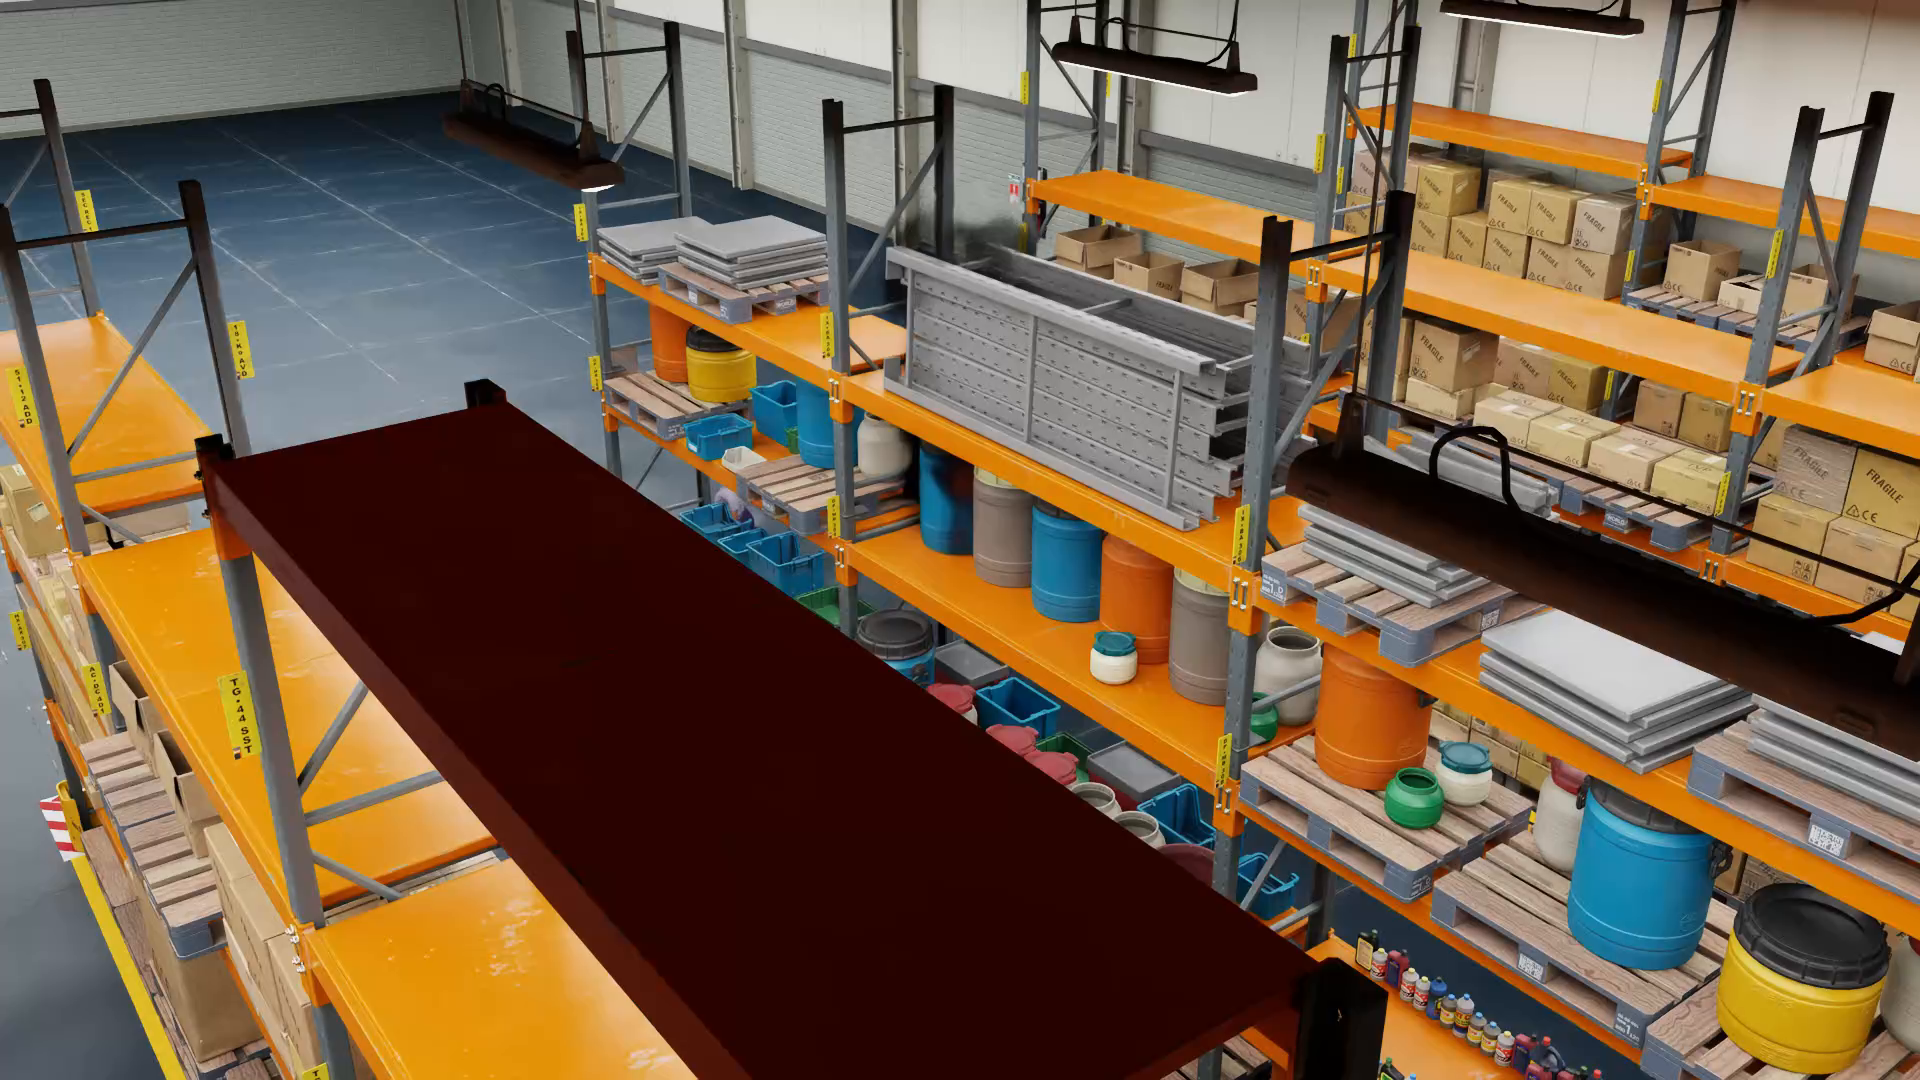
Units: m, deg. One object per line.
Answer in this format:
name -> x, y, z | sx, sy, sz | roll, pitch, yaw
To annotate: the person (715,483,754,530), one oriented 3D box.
person -> -6.366, 2.670, 11.331 | 4.988, 1.593, 15.643 | 6, 26, 14
